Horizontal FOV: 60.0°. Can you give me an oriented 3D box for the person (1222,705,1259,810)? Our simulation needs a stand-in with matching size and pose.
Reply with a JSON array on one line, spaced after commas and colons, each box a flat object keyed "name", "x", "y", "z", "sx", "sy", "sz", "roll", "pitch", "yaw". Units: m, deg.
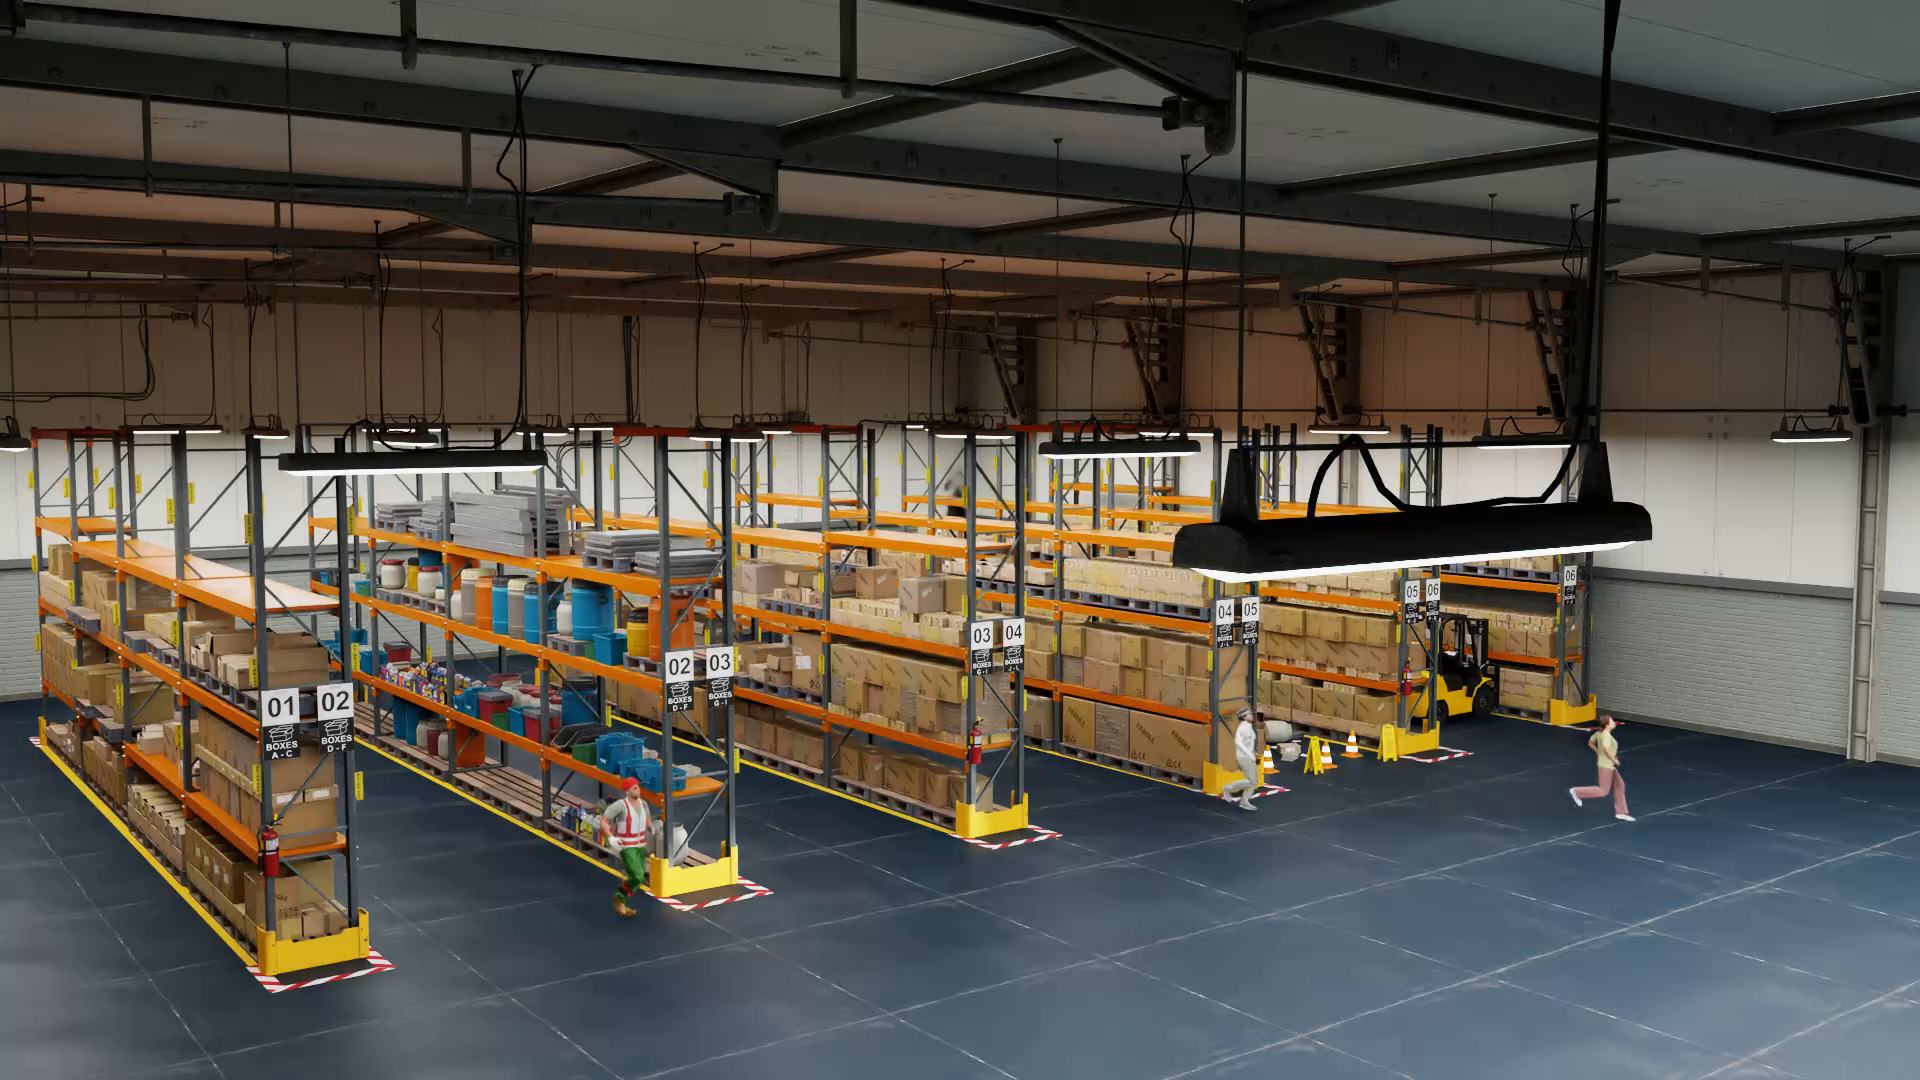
[{"name": "person", "x": 4.472, "y": 3.439, "z": 26.431, "sx": 0.566, "sy": 1.643, "sz": 0.646, "roll": 1, "pitch": 5, "yaw": 15}]

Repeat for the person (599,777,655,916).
[{"name": "person", "x": -4.064, "y": 3.818, "z": 20.696, "sx": 0.547, "sy": 1.738, "sz": 0.716, "roll": 3, "pitch": 5, "yaw": 34}]

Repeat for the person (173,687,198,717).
[{"name": "person", "x": -14.878, "y": 2.942, "z": 31.890, "sx": 0.656, "sy": 1.806, "sz": 0.698, "roll": -3, "pitch": 5, "yaw": -31}]

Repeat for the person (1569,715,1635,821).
[{"name": "person", "x": 9.933, "y": 3.521, "z": 25.676, "sx": 0.996, "sy": 1.652, "sz": 0.561, "roll": 1, "pitch": 5, "yaw": 13}]

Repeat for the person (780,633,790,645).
[{"name": "person", "x": -4.358, "y": 1.877, "z": 42.589, "sx": 0.715, "sy": 1.748, "sz": 0.768, "roll": 4, "pitch": 6, "yaw": 45}]
